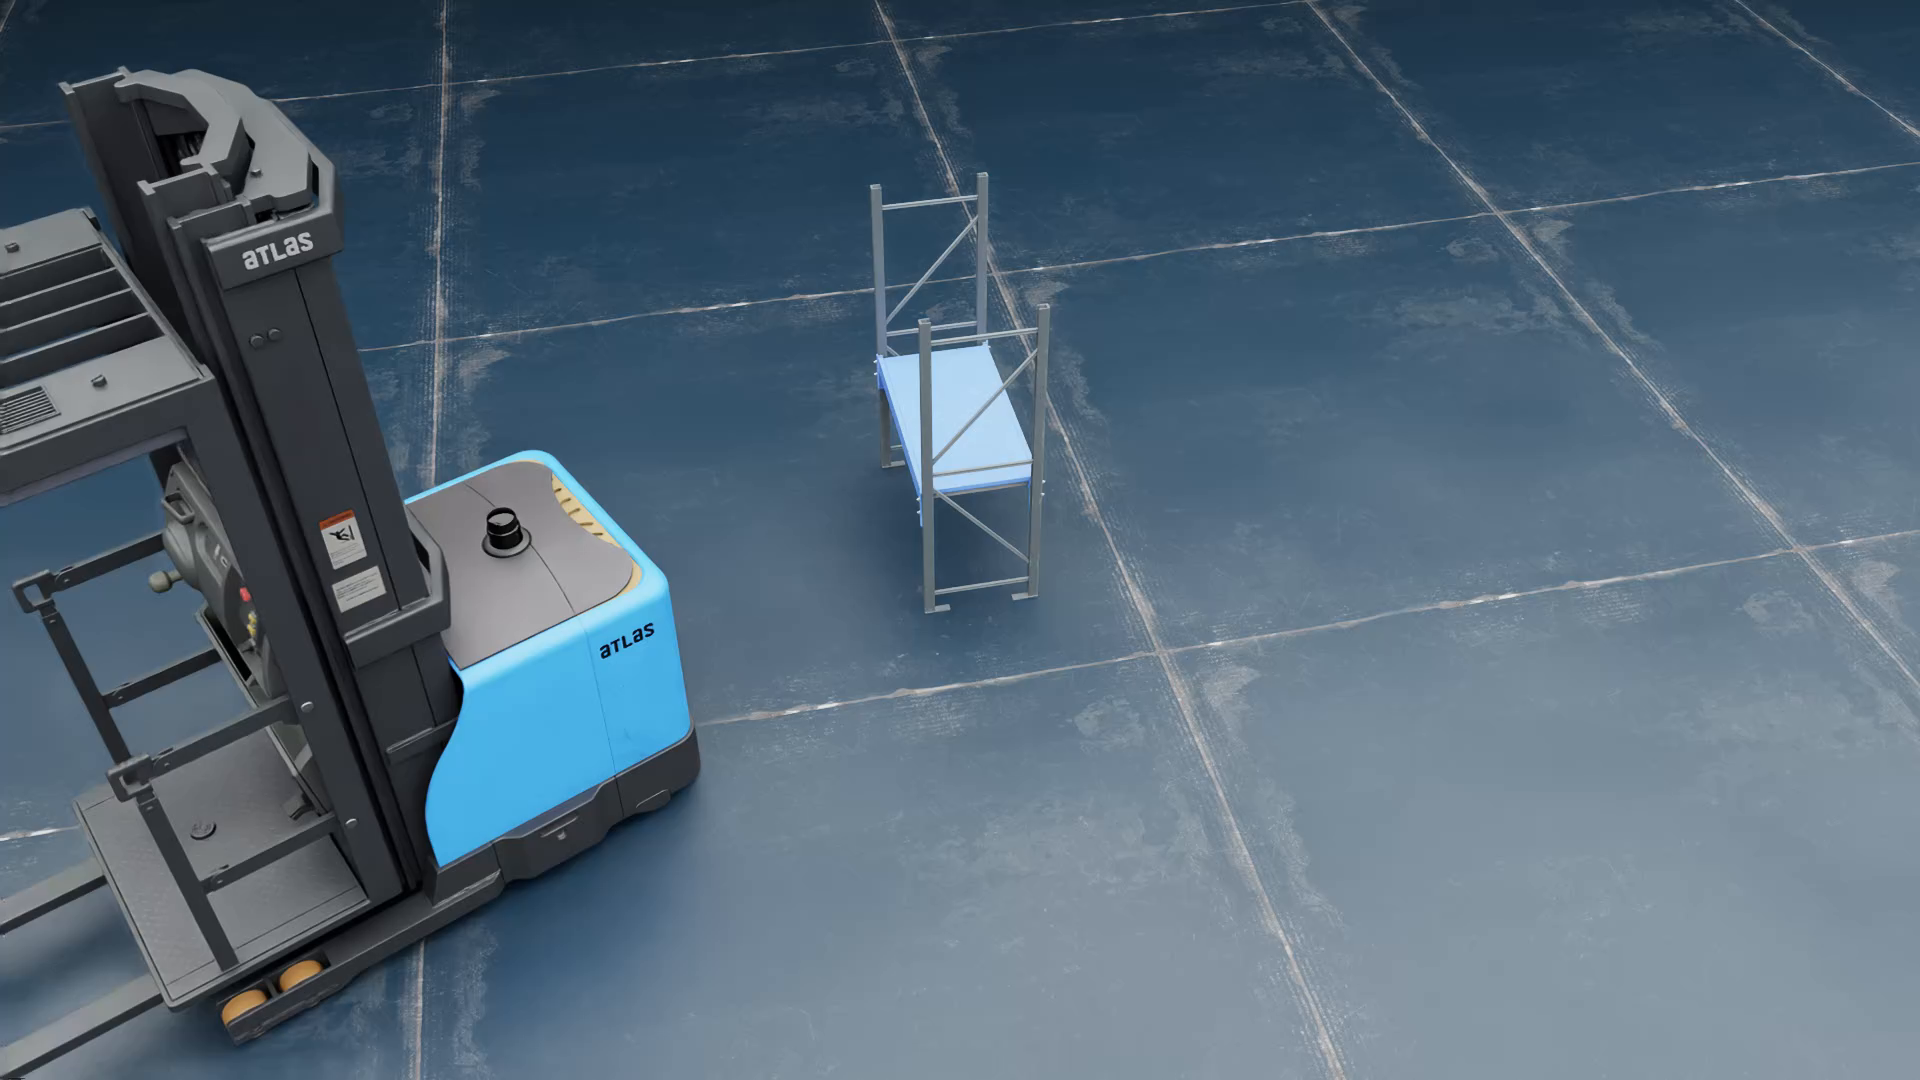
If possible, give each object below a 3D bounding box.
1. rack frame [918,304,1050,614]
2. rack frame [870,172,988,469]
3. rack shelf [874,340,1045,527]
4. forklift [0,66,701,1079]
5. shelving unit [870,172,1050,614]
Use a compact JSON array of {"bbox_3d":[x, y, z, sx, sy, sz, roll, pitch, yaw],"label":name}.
[{"bbox_3d":[0.091,-0.287,6.725,0.500,1.500,0.032,-8,42,-9],"label":"rack frame"},{"bbox_3d":[-0.128,-0.946,7.467,0.500,1.500,0.032,-8,42,-9],"label":"rack frame"},{"bbox_3d":[-0.018,-0.482,7.216,0.538,0.185,1.000,-8,42,-9],"label":"rack shelf"},{"bbox_3d":[-2.479,0.191,5.109,3.031,2.935,1.130,-27,48,-27],"label":"forklift"},{"bbox_3d":[-0.018,-0.616,7.096,0.538,1.500,1.048,-8,42,-9],"label":"shelving unit"}]
